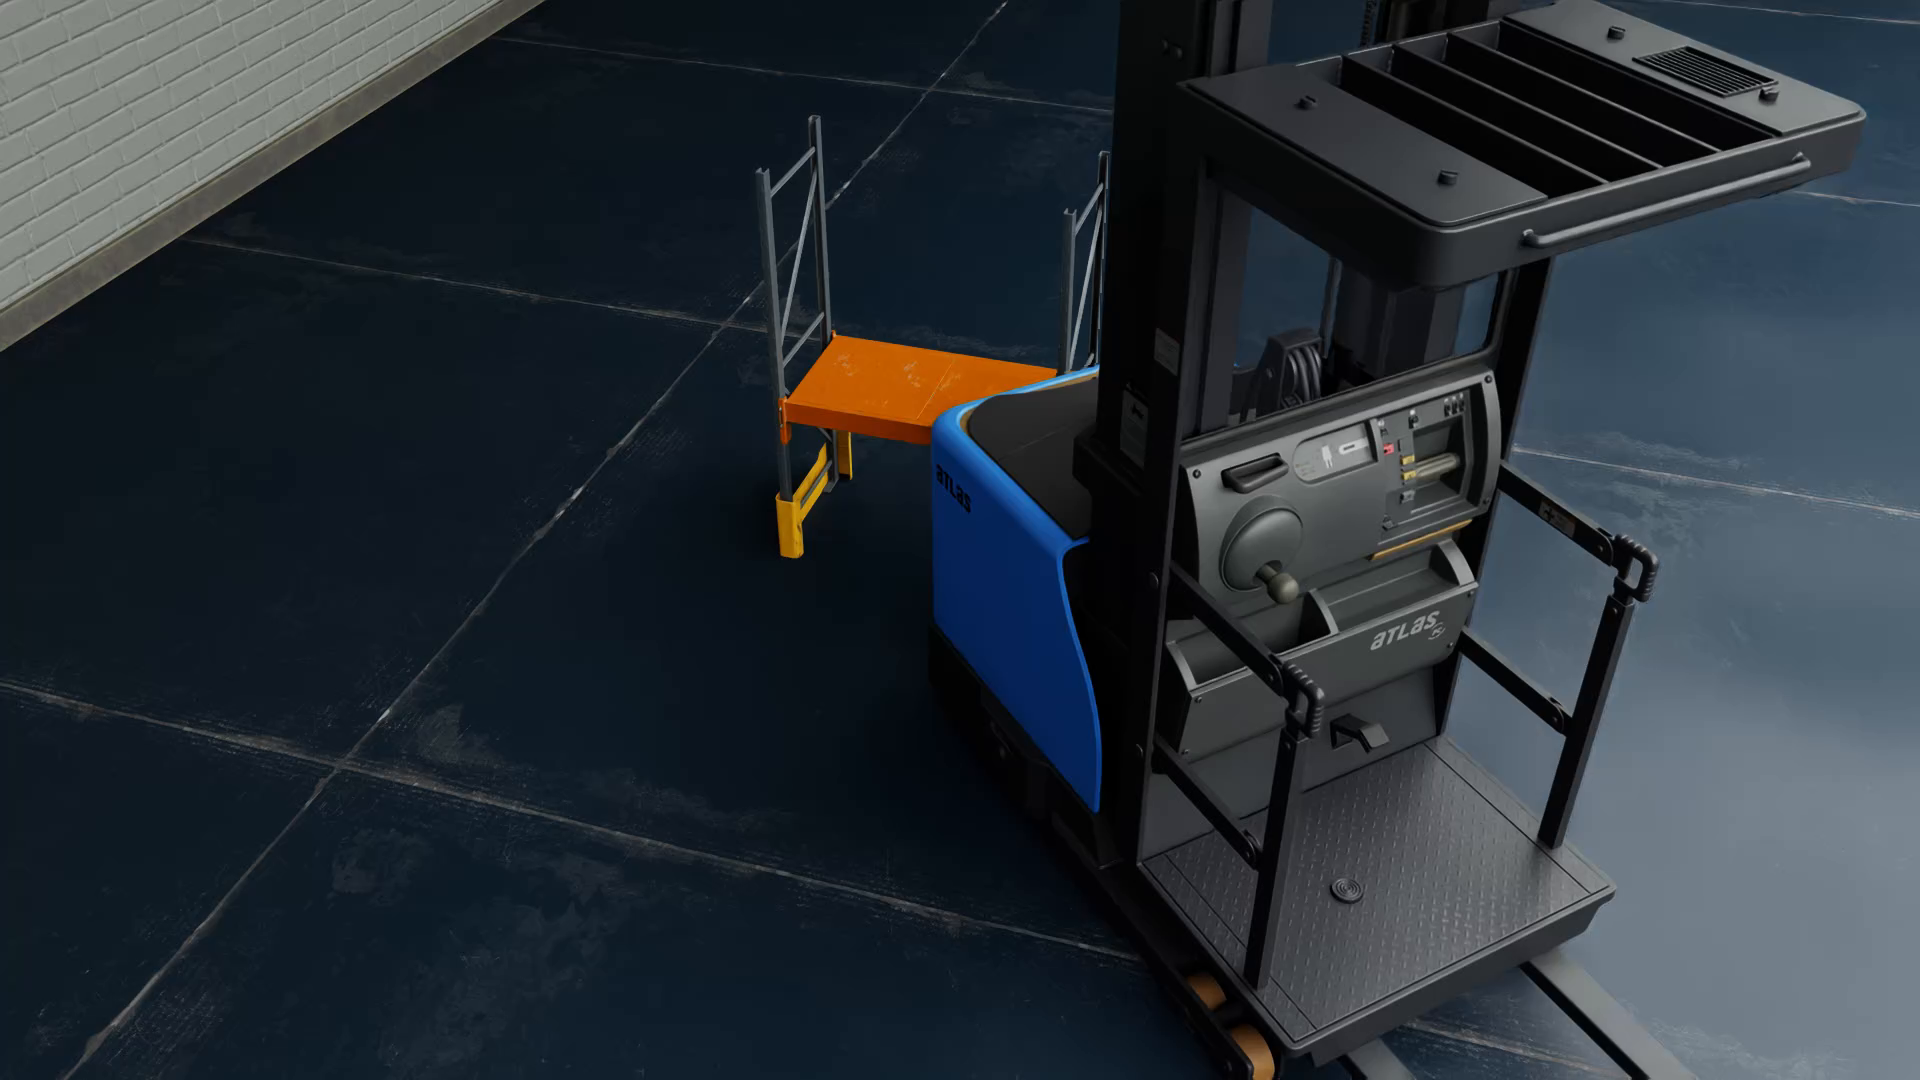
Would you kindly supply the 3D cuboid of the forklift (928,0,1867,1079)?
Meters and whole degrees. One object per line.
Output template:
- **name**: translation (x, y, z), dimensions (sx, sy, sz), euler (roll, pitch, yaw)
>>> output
- **forklift**: translation (1.043, -0.068, 3.870), dimensions (1.130, 2.935, 3.031), euler (-18, 40, -23)

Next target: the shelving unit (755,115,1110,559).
- **shelving unit**: translation (-0.073, -0.618, 5.824), dimensions (1.083, 1.500, 0.587), euler (10, 38, 14)

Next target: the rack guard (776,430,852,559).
- **rack guard**: translation (-0.548, -0.202, 6.314), dimensions (0.087, 0.250, 0.587), euler (10, 38, 14)

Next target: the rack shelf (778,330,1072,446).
- **rack shelf**: translation (-0.081, -0.474, 5.933), dimensions (1.000, 0.185, 0.538), euler (10, 38, 14)

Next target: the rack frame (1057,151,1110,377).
- **rack frame**: translation (0.404, -0.529, 5.704), dimensions (0.032, 1.500, 0.500), euler (10, 38, 14)

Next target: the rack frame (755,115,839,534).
- **rack frame**: translation (-0.567, -0.709, 5.948), dimensions (0.032, 1.500, 0.500), euler (10, 38, 14)
